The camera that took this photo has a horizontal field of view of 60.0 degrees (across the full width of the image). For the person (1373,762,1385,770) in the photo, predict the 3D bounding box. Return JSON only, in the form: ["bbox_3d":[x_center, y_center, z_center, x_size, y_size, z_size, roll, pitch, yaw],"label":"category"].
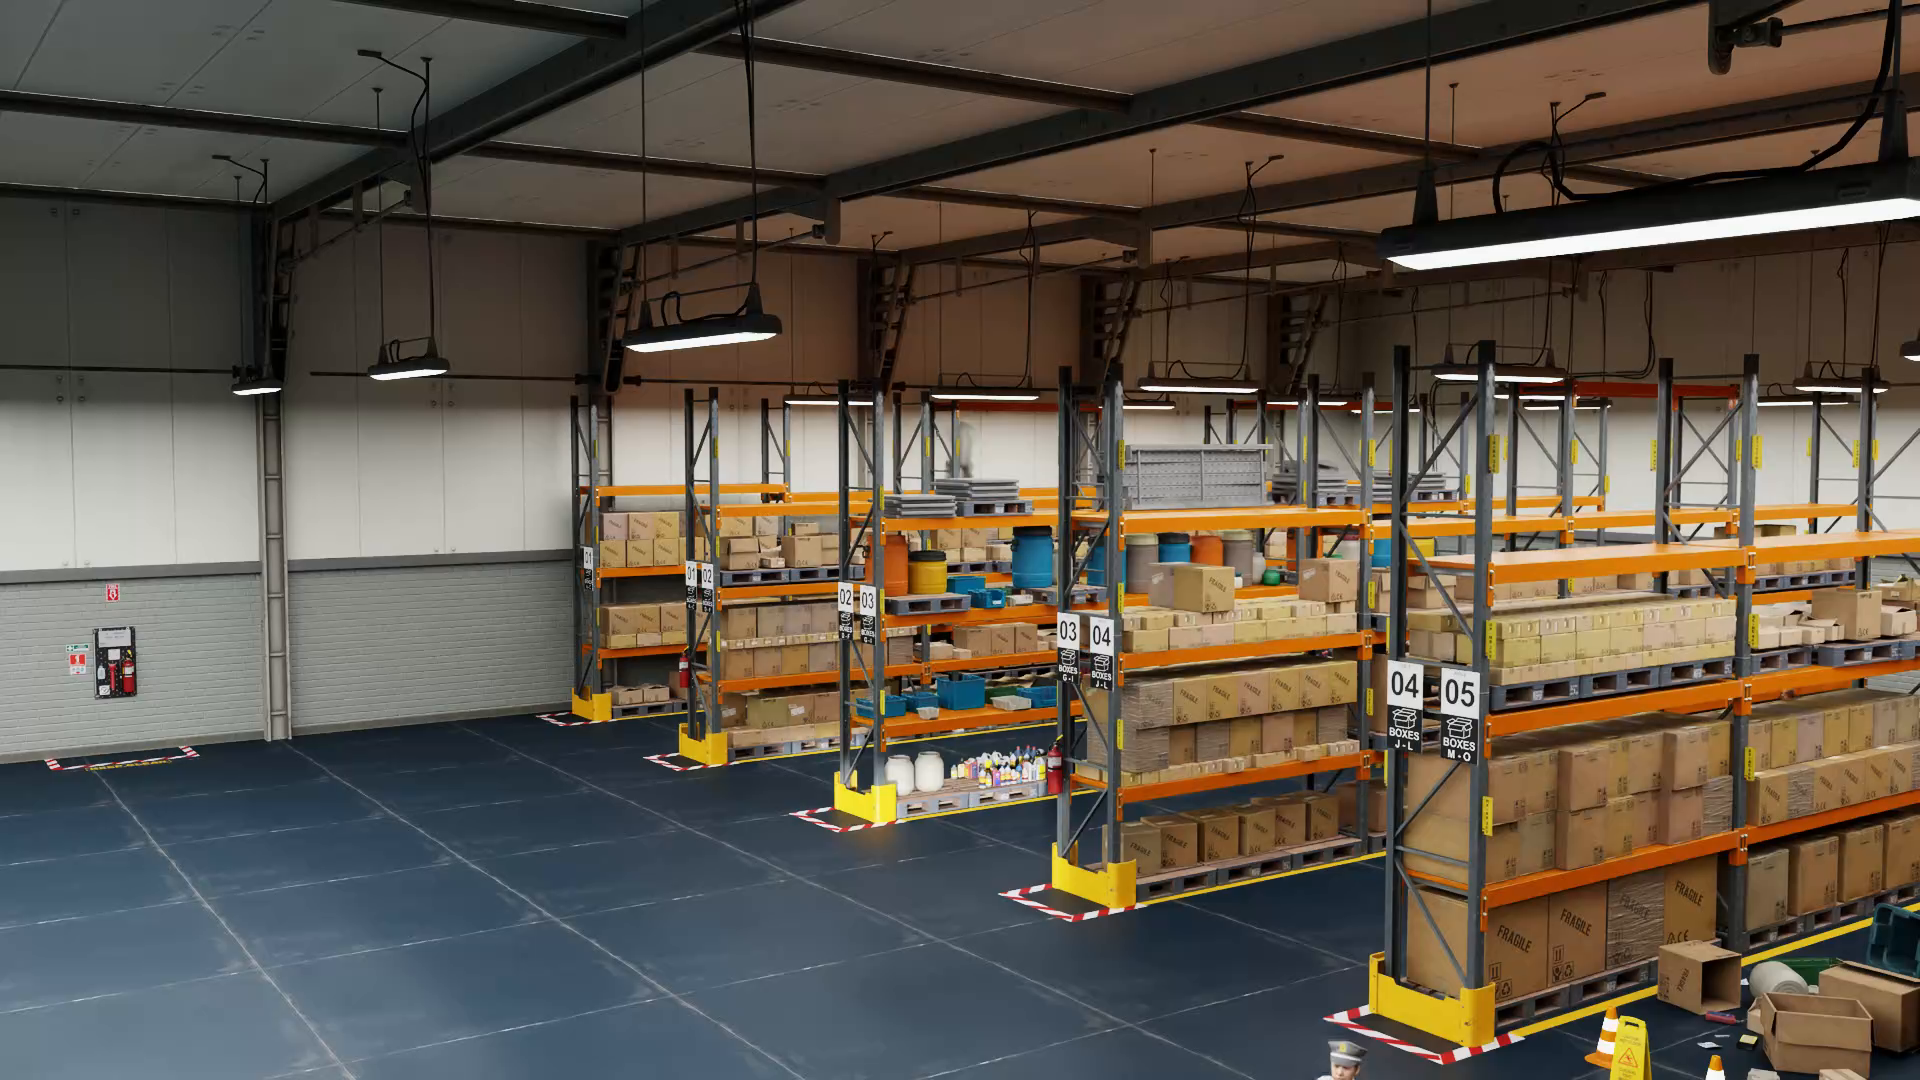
[{"bbox_3d":[6.913,2.730,26.363,1.032,1.753,0.700,-3,4,-37],"label":"person"}]

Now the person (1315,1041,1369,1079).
[{"bbox_3d":[2.242,3.752,9.925,0.814,1.664,0.616,2,4,25],"label":"person"}]

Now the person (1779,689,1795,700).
[{"bbox_3d":[11.941,2.916,24.053,0.667,1.604,0.509,-2,4,-30],"label":"person"}]
